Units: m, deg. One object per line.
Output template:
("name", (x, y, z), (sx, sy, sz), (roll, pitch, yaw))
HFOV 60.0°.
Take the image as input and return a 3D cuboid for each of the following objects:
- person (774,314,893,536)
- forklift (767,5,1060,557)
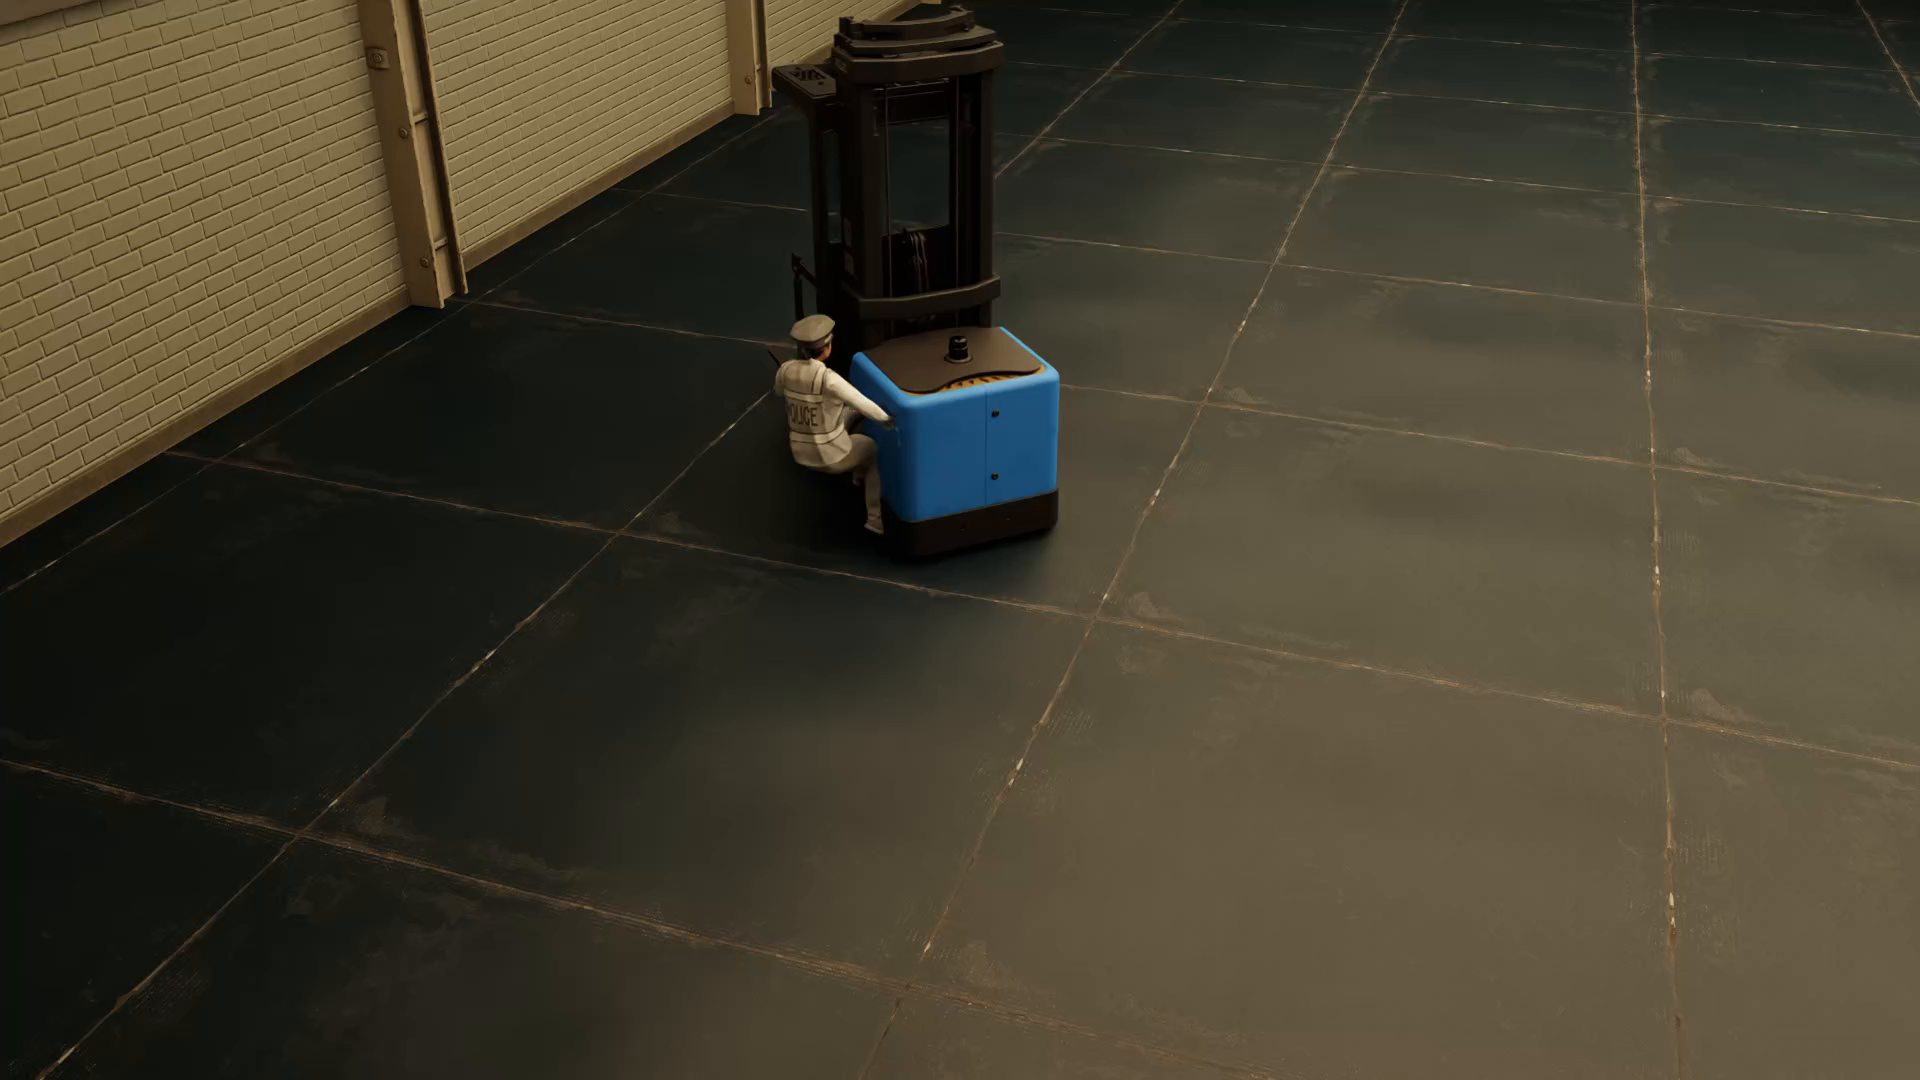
("person", (-0.679, -0.677, 9.813), (0.820, 1.446, 0.793), (16, 33, 26))
("forklift", (-0.474, -1.880, 10.435), (1.130, 2.935, 3.031), (-13, 32, -21))
